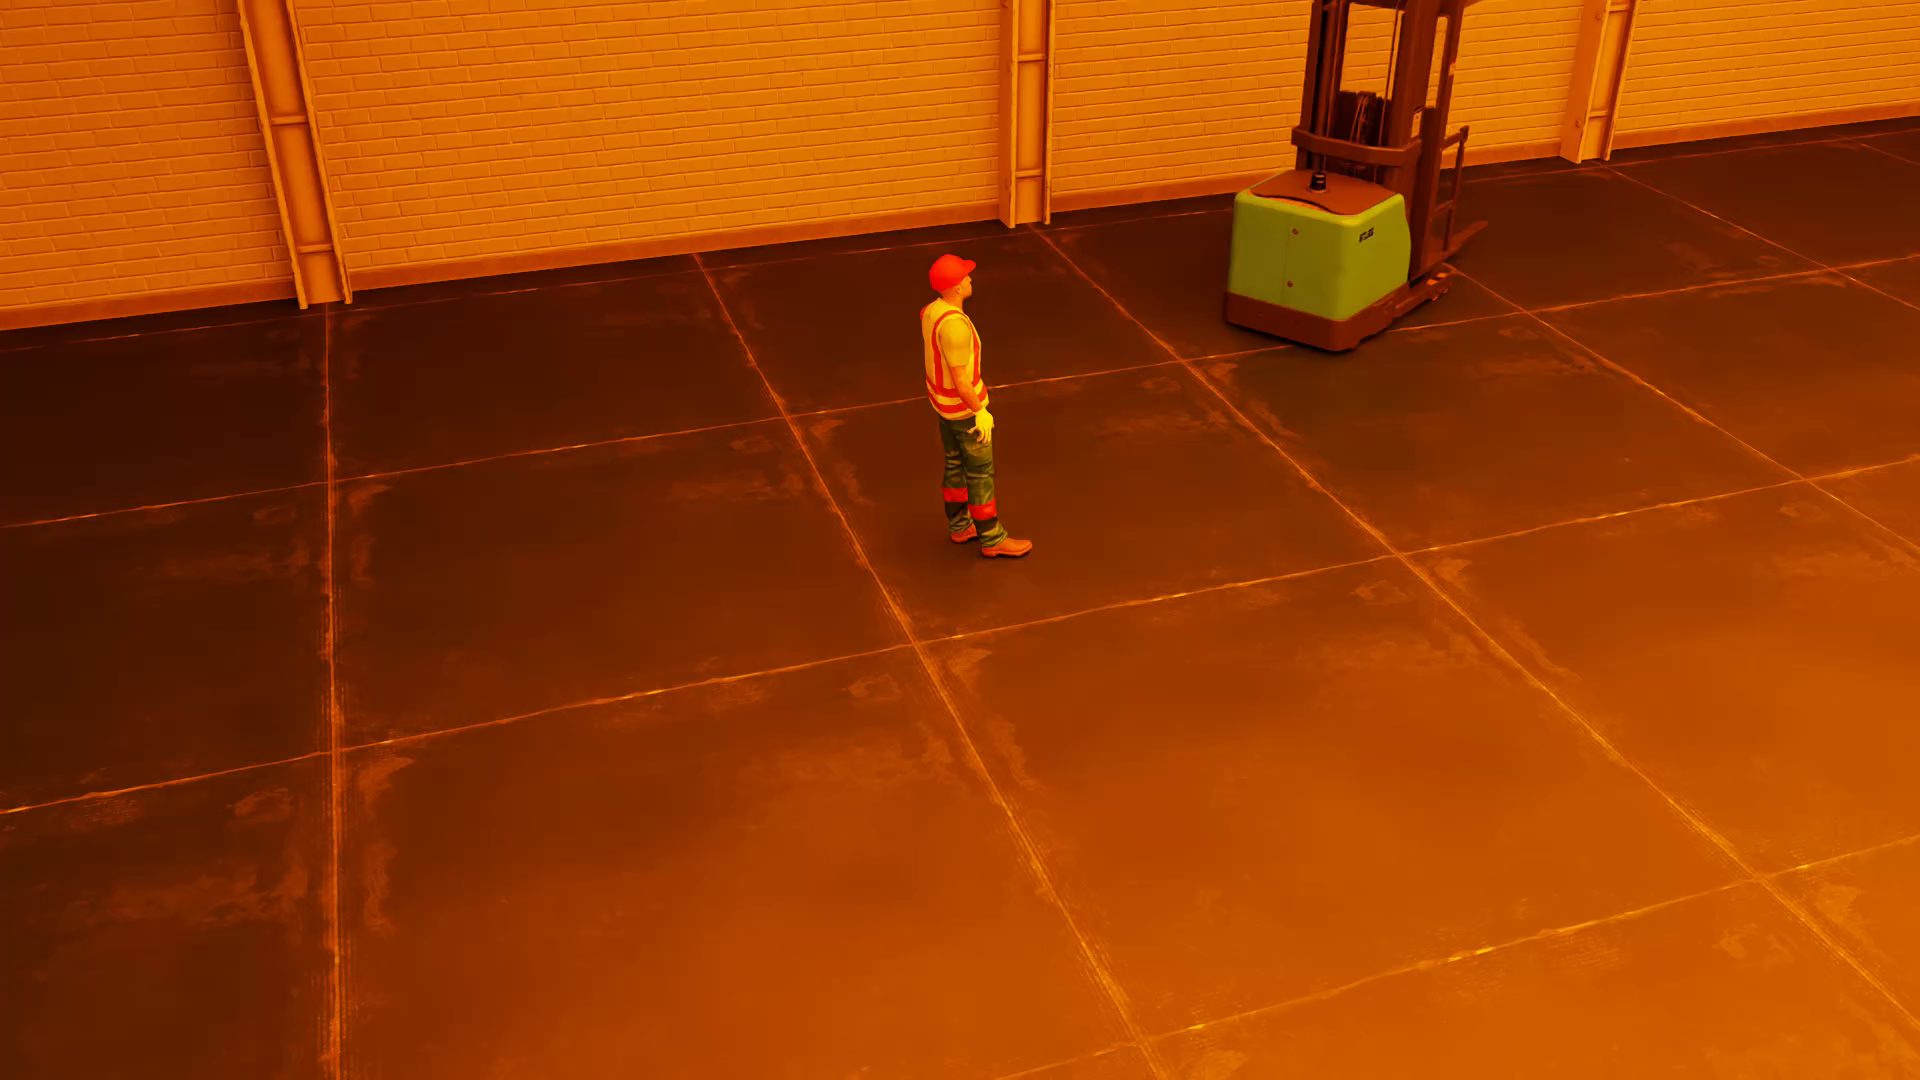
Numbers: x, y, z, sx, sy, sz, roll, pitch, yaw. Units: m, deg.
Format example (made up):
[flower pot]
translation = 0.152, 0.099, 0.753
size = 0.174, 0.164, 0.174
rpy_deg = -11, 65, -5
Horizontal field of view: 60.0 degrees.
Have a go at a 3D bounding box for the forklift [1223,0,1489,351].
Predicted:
[forklift]
translation = 3.350, -3.337, 12.886
size = 1.130, 2.935, 3.031
rpy_deg = 22, 37, 33

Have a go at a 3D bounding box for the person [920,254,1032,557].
[person]
translation = 0.080, -0.789, 9.588
size = 0.564, 1.787, 0.637
rpy_deg = -10, 31, -16
